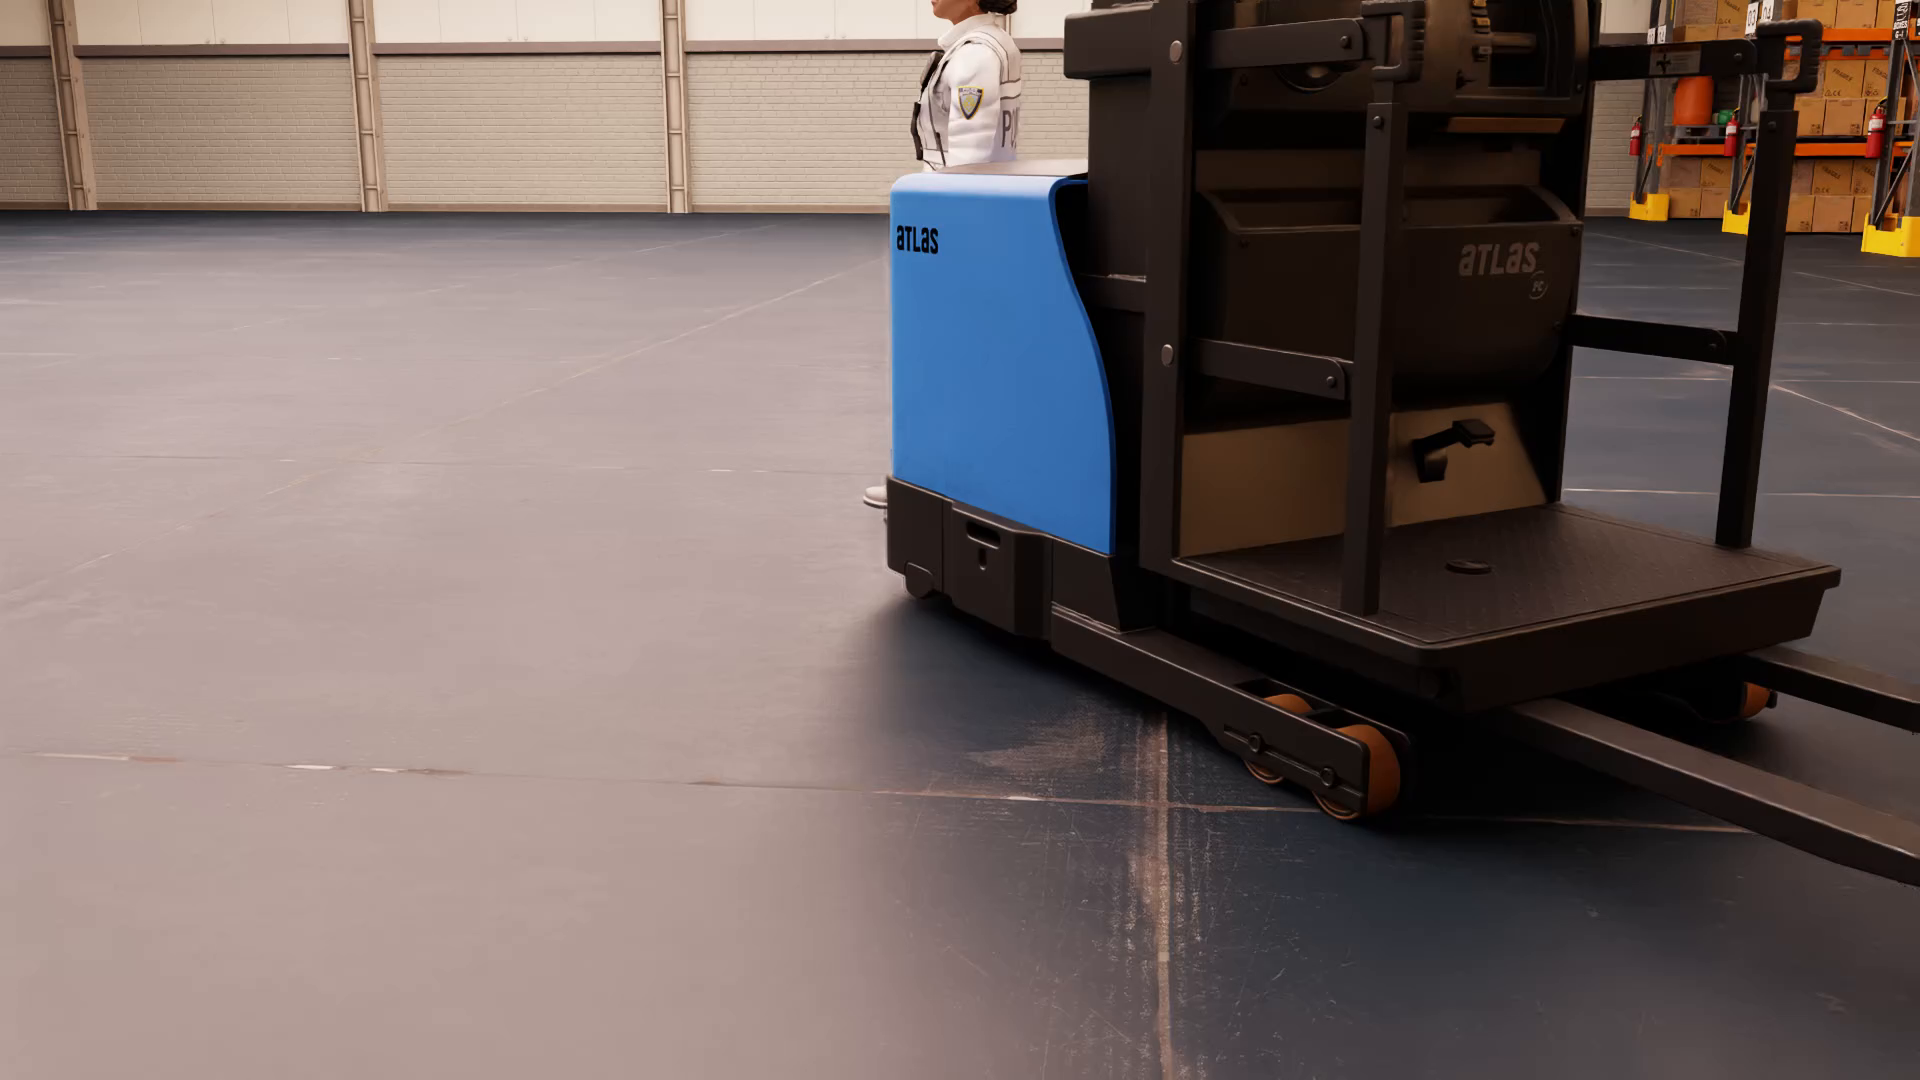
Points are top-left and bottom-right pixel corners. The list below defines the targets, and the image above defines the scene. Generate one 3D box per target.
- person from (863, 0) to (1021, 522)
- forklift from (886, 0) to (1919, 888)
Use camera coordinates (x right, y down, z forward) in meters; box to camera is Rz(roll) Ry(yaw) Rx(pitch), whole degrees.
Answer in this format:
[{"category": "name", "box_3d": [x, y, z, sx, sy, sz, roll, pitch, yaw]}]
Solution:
[{"category": "person", "box_3d": [-0.067, -0.874, 4.758, 0.529, 1.694, 0.586, 2, 13, 7]}, {"category": "forklift", "box_3d": [0.978, -1.060, 3.045, 1.130, 2.935, 3.031, -7, 15, -29]}]
